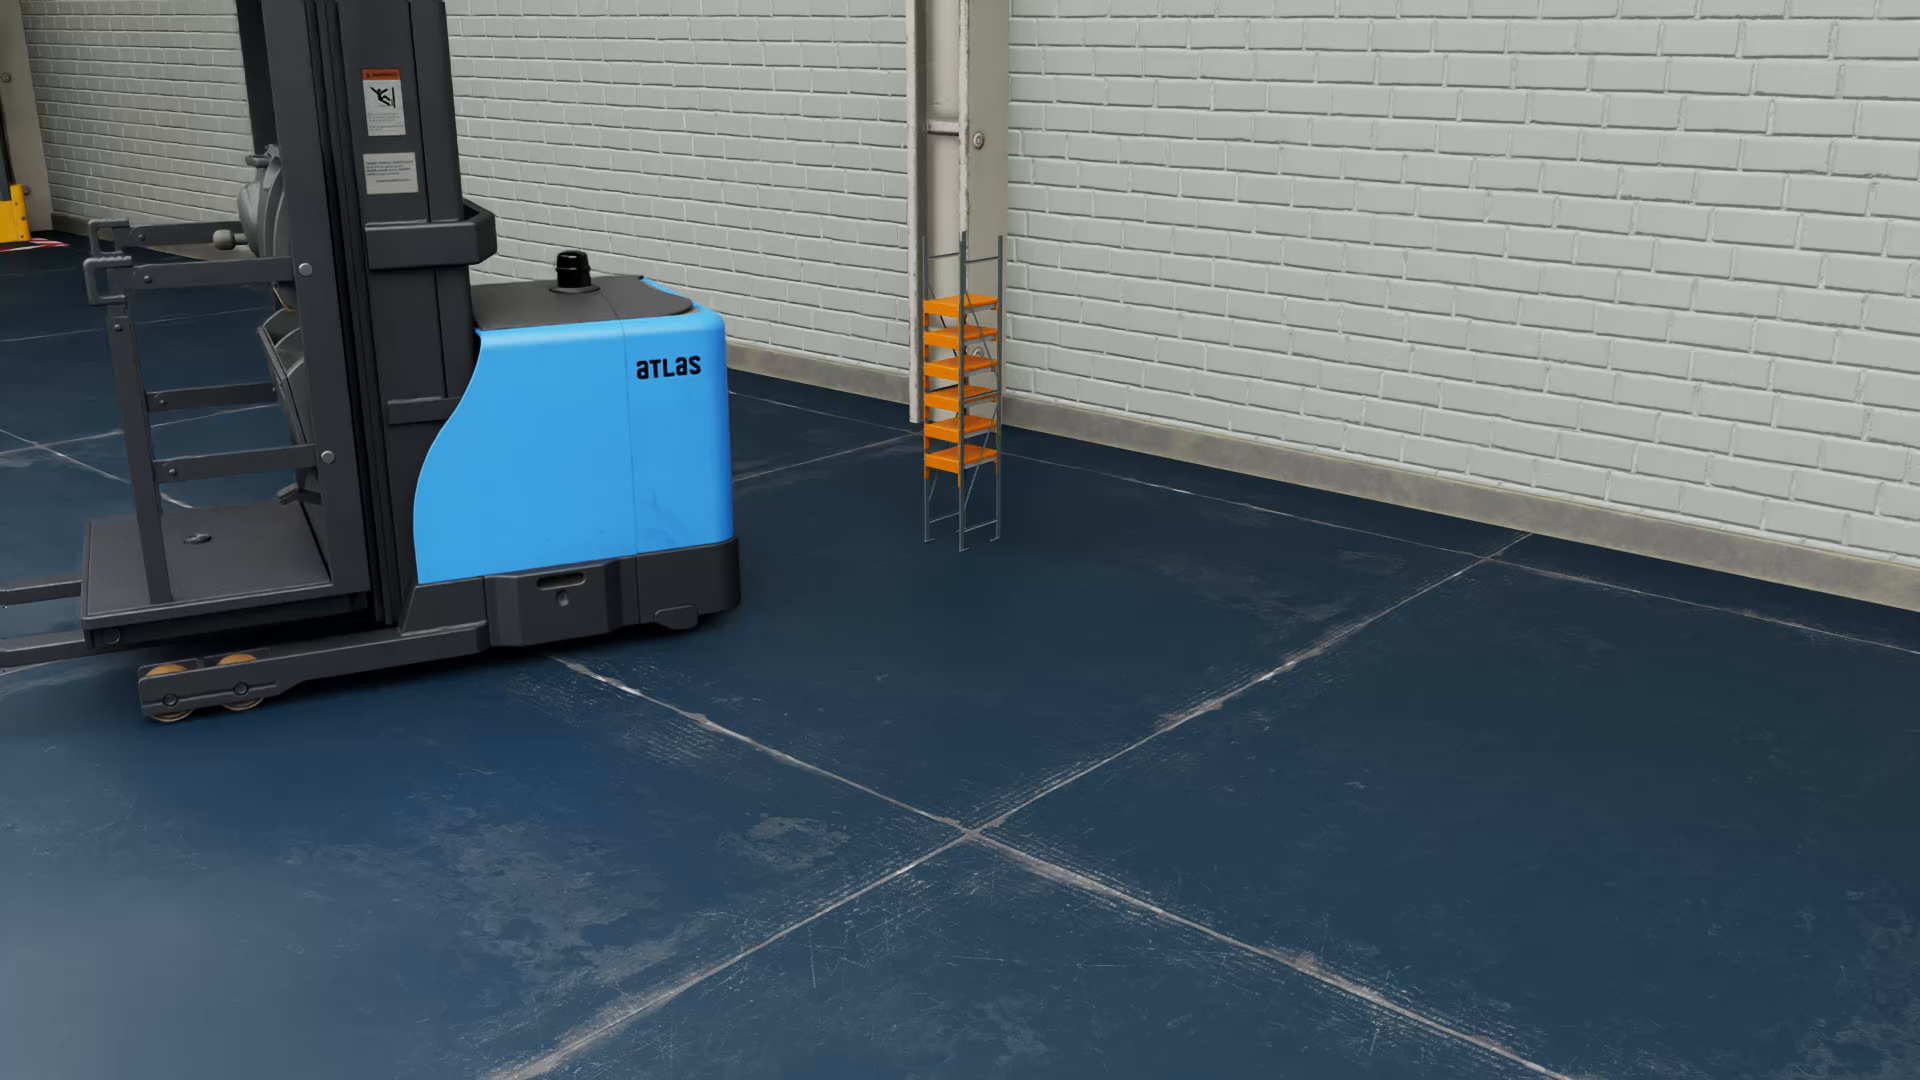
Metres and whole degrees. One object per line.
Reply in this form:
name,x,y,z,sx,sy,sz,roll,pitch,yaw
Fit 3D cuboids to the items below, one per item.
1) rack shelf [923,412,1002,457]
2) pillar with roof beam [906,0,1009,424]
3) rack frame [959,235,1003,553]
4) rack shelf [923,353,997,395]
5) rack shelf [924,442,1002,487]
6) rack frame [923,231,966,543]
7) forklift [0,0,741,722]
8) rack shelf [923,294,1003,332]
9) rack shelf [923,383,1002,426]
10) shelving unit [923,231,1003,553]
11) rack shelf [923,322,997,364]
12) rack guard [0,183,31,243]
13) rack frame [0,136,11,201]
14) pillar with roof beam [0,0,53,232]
rack shelf,0.011,-0.412,6.471,0.180,0.103,0.258,15,23,39
pillar with roof beam,-2.870,-3.918,4.082,0.400,9.000,9.100,15,23,39
rack frame,0.079,-0.551,6.363,0.006,1.200,0.240,15,23,39
rack shelf,0.011,-0.641,6.398,0.180,0.103,0.258,15,23,39
rack shelf,0.011,-0.298,6.507,0.180,0.103,0.258,15,23,39
rack frame,-0.058,-0.587,6.479,0.006,1.200,0.240,15,23,39
forklift,-2.307,-1.041,5.047,3.031,2.935,1.130,-8,19,-25
rack shelf,0.011,-0.870,6.326,0.180,0.103,0.258,15,23,39
rack shelf,0.011,-0.527,6.434,0.180,0.103,0.258,15,23,39
shelving unit,0.011,-0.569,6.421,0.189,1.200,0.258,15,23,39
rack shelf,0.011,-0.755,6.362,0.180,0.103,0.258,15,23,39
rack guard,-9.047,-2.902,14.931,0.348,0.500,1.175,15,23,39
rack frame,-9.065,-4.099,14.568,0.127,3.000,1.000,15,23,39
pillar with roof beam,-11.845,-6.328,11.674,0.400,9.000,9.100,15,23,39
